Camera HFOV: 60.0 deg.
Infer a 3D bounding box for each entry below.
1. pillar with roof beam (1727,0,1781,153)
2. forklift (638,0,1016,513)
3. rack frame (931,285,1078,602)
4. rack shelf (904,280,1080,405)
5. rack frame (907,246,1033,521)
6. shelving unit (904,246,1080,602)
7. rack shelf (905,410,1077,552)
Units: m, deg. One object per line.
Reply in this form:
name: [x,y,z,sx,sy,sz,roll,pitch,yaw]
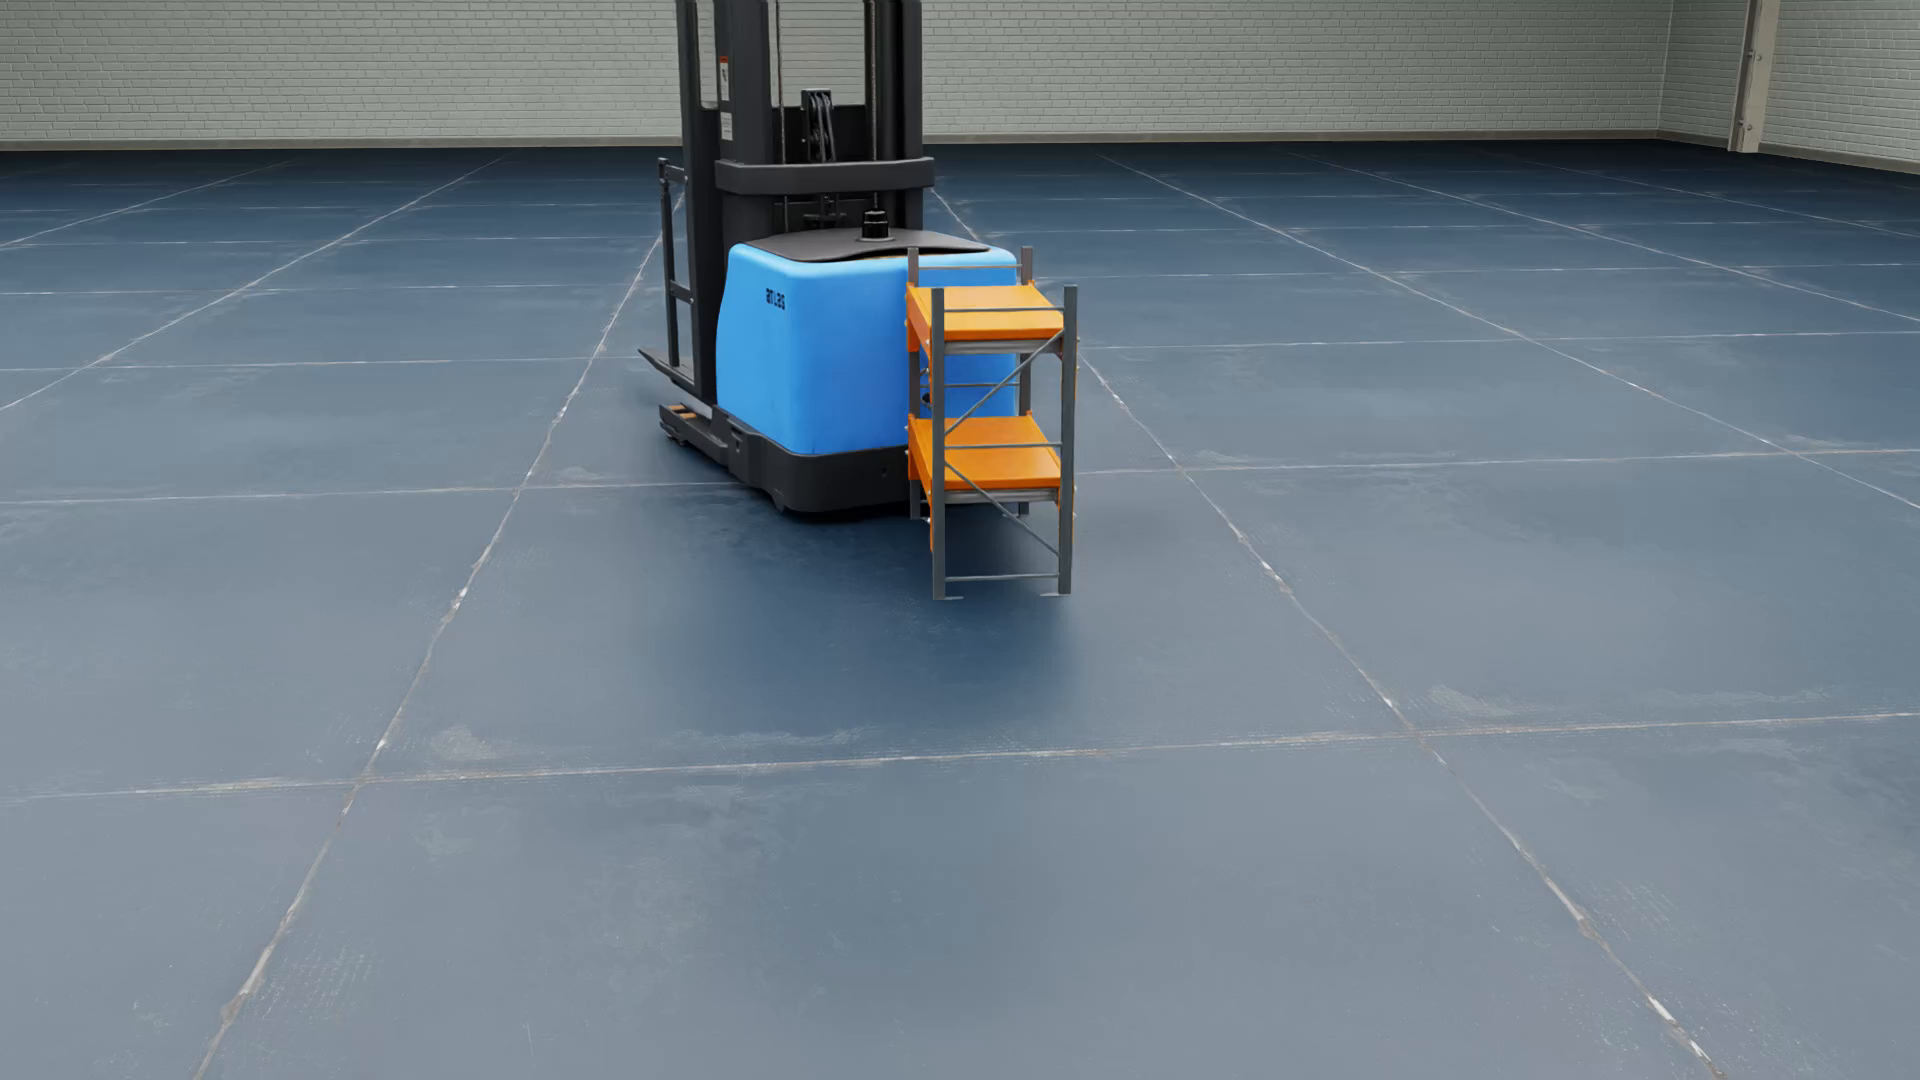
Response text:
pillar with roof beam: [8.005,-10.253,24.312,9.100,9.000,0.400,-2,18,-6]
forklift: [-0.848,-1.907,7.857,1.130,2.935,3.031,-8,19,-25]
rack frame: [0.152,-0.327,5.841,0.500,1.125,0.032,-2,18,-6]
rack shelf: [0.096,-0.758,6.235,0.538,0.278,1.000,-2,18,-6]
rack frame: [0.040,-0.630,6.805,0.500,1.125,0.032,-2,18,-6]
shelving unit: [0.096,-0.478,6.323,0.538,1.125,1.048,-2,18,-6]
rack shelf: [0.096,-0.245,6.396,0.538,0.278,1.000,-2,18,-6]
